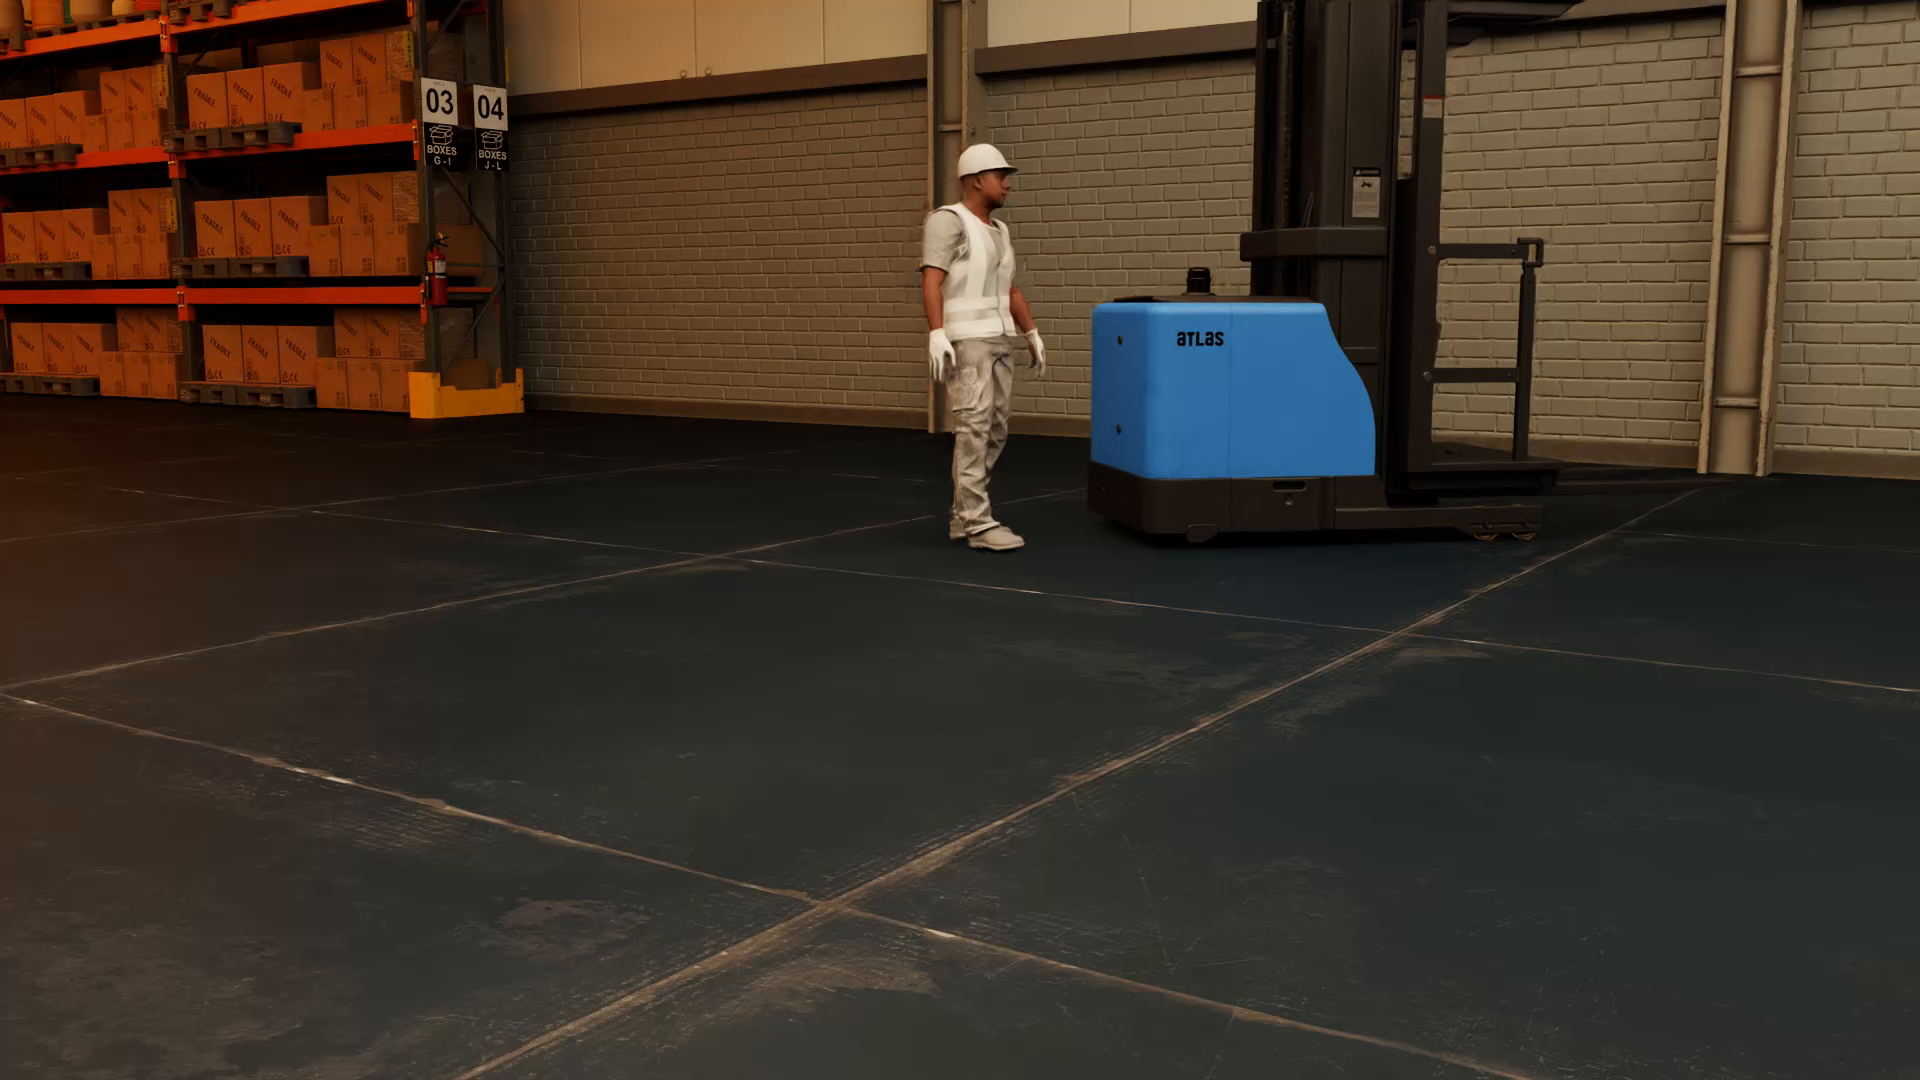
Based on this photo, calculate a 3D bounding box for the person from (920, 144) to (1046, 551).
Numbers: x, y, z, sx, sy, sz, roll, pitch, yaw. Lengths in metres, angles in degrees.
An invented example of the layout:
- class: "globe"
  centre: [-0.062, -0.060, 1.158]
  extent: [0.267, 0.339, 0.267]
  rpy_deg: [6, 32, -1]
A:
- class: "person"
  centre: [0.163, -0.866, 7.431]
  extent: [0.563, 1.779, 0.737]
  rpy_deg: [5, 9, 30]

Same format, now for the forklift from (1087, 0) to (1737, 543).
- class: "forklift"
  centre: [2.197, -1.517, 7.860]
  extent: [3.031, 2.935, 1.130]
  rpy_deg: [-2, 8, -11]
